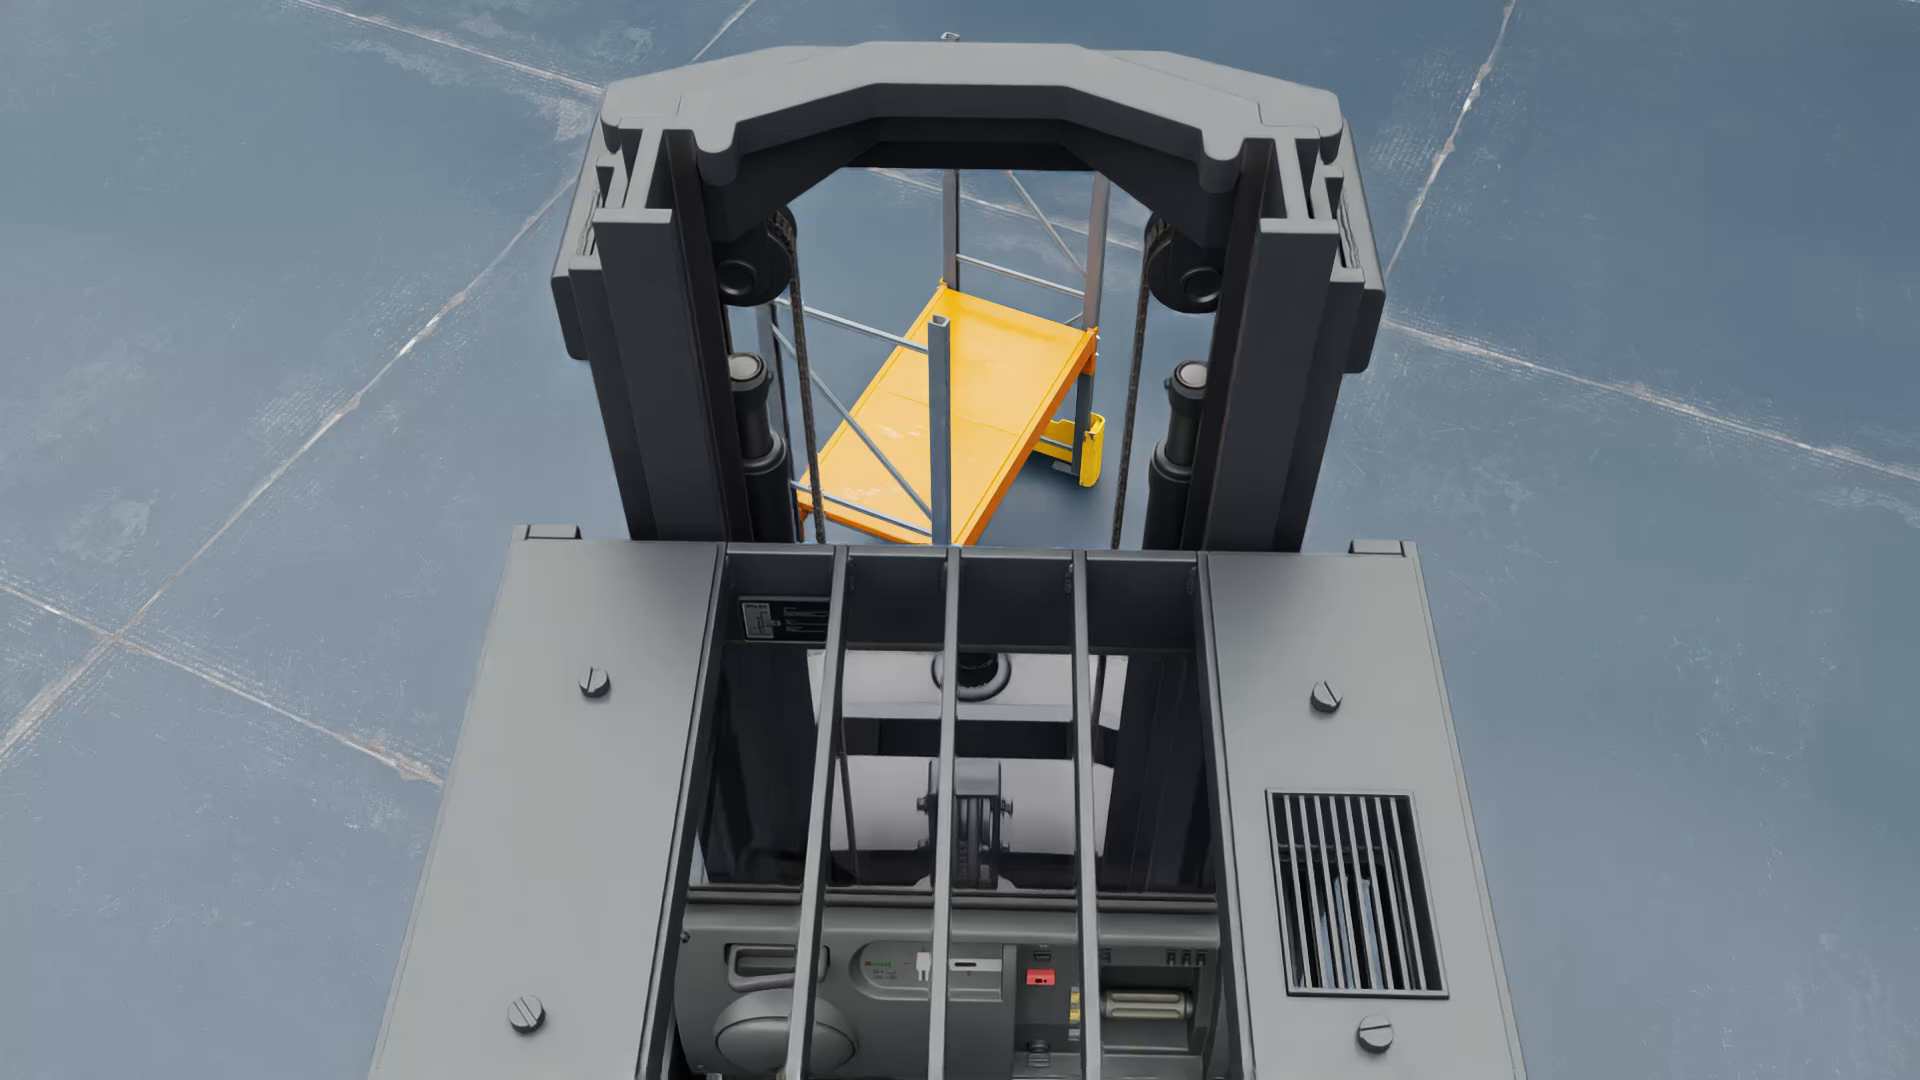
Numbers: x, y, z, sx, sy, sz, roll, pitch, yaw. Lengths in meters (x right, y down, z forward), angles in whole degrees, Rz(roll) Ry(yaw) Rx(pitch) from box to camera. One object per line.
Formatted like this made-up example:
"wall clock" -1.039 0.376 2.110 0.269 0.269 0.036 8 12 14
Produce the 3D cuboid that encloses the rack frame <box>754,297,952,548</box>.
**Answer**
"rack frame" -0.254 -0.077 4.331 0.500 1.500 0.032 20 52 16

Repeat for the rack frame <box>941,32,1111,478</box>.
"rack frame" 0.181 -0.777 4.927 0.500 1.500 0.032 20 52 16

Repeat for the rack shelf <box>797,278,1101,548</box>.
"rack shelf" -0.036 -0.311 4.766 0.538 0.185 1.000 20 52 16

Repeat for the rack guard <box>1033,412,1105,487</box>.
"rack guard" 0.180 -0.371 5.402 0.587 0.250 0.087 20 52 16

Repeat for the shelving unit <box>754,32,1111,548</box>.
"shelving unit" -0.033 -0.434 4.634 0.587 1.500 1.083 20 52 16

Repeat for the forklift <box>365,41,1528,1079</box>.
"forklift" -0.003 0.889 2.569 1.130 2.935 3.031 1 50 1
